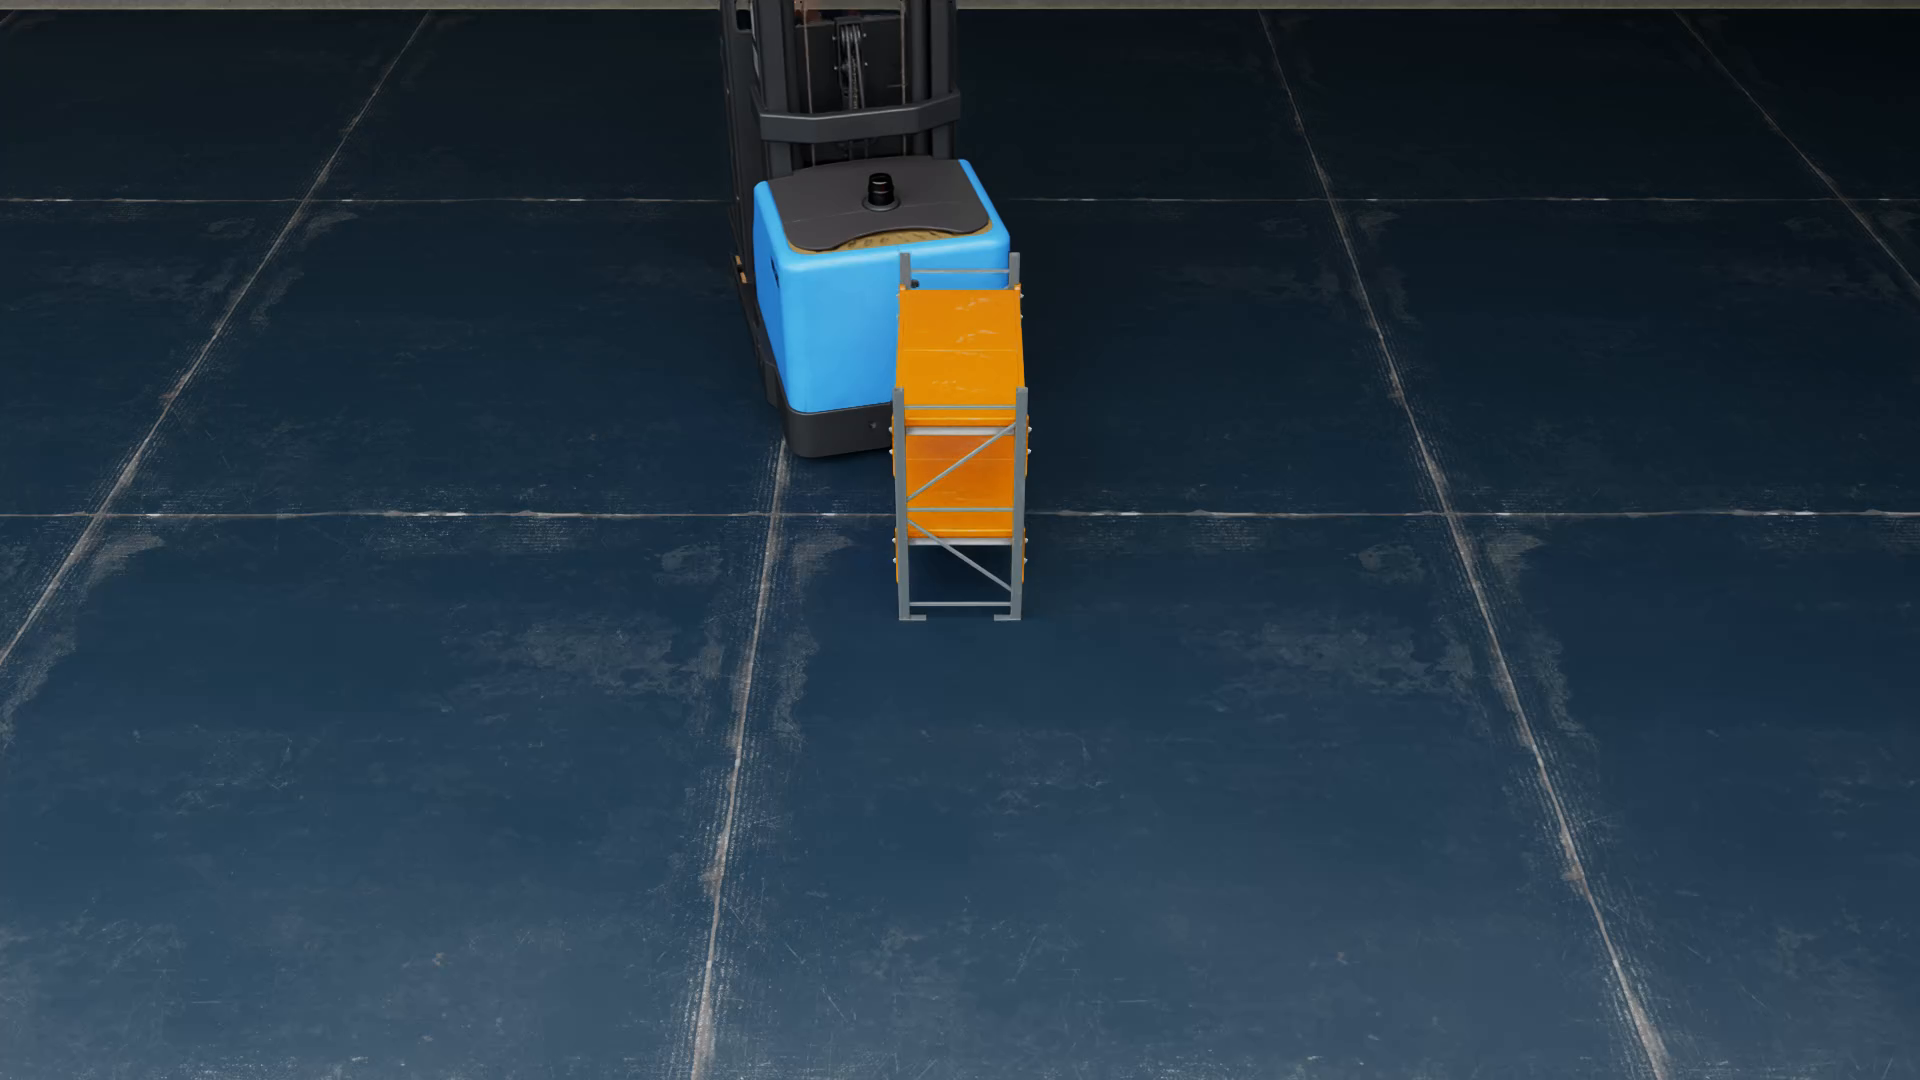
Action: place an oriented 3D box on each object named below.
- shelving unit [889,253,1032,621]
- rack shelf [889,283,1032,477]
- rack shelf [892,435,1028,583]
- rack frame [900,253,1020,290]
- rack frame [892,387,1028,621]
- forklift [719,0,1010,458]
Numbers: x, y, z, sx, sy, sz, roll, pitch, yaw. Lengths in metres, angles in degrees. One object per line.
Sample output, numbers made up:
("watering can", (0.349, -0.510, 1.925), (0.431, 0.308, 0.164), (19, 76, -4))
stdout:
("shelving unit", (0.000, -0.435, 6.893), (0.538, 1.125, 1.048), (0, 39, 0))
("rack shelf", (0.000, -0.663, 6.710), (0.538, 0.278, 1.000), (0, 39, 0))
("rack shelf", (0.000, -0.244, 7.046), (0.538, 0.278, 1.000), (0, 39, 0))
("rack frame", (-0.001, -0.753, 7.290), (0.500, 1.125, 0.032), (0, 39, 0))
("rack frame", (0.001, -0.117, 6.496), (0.500, 1.125, 0.032), (0, 39, 0))
("forklift", (-0.616, -2.447, 7.959), (1.130, 2.935, 3.031), (-9, 40, -11))
